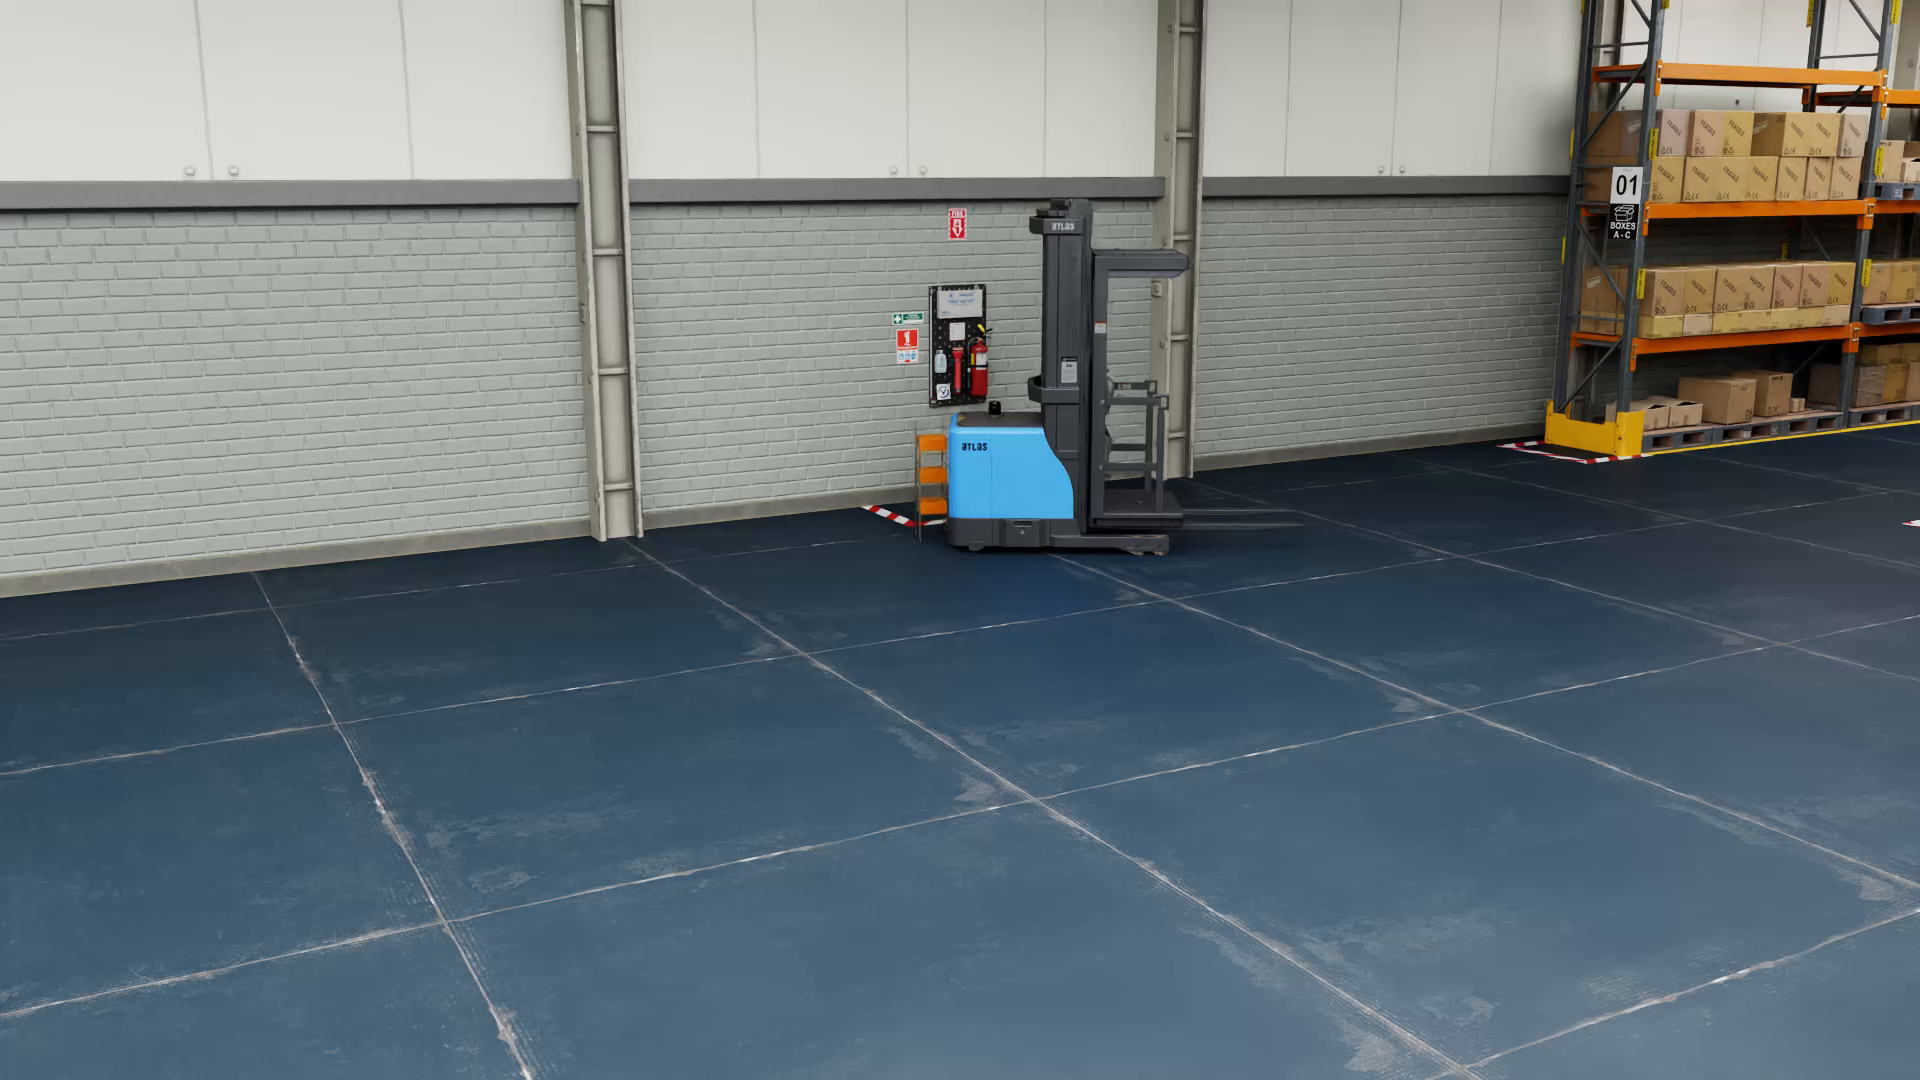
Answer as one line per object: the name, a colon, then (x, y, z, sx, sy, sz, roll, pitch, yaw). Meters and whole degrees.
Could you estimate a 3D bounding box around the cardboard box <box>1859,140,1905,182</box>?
cardboard box: (11.313, -4.704, 20.663, 0.500, 0.500, 0.500, -5, 13, -20)

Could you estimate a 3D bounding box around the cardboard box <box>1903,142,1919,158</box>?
cardboard box: (12.396, -4.834, 21.240, 0.500, 0.500, 0.500, -7, 15, -30)

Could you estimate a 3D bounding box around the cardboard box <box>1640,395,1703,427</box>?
cardboard box: (8.435, -1.542, 19.752, 0.500, 0.311, 0.500, -6, 14, -23)

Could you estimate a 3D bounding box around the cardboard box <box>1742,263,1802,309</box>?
cardboard box: (9.646, -3.033, 19.844, 0.500, 0.500, 0.500, -7, 15, -29)

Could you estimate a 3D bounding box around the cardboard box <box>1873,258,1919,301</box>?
cardboard box: (12.315, -3.388, 21.602, 0.500, 0.500, 0.700, -5, 14, -20)

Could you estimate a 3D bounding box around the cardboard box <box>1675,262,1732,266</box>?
cardboard box: (8.936, -3.076, 20.035, 0.500, 0.500, 0.500, -7, 14, -27)

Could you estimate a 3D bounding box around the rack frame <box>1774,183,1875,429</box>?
rack frame: (10.795, -2.945, 20.862, 0.127, 3.000, 1.000, -7, 14, -28)

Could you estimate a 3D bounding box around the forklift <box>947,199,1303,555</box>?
forklift: (1.416, -1.418, 14.233, 3.031, 2.935, 1.130, 0, 13, 1)

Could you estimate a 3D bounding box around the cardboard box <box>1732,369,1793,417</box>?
cardboard box: (9.903, -1.823, 20.569, 0.500, 0.500, 0.500, -8, 15, -32)

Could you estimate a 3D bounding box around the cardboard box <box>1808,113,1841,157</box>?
cardboard box: (10.006, -4.790, 19.677, 0.500, 0.500, 0.500, -6, 14, -25)

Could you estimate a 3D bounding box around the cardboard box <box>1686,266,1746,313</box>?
cardboard box: (8.742, -2.922, 19.349, 0.500, 0.500, 0.500, -7, 15, -30)

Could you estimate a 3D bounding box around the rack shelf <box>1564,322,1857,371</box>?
rack shelf: (9.039, -2.383, 20.007, 4.000, 0.370, 1.077, -7, 14, -28)

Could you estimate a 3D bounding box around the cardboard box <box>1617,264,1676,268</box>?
cardboard box: (8.042, -2.968, 19.554, 0.500, 0.500, 0.500, -7, 14, -27)

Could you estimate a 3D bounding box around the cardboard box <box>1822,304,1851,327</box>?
cardboard box: (10.524, -2.773, 20.396, 0.500, 0.250, 0.500, -7, 14, -28)

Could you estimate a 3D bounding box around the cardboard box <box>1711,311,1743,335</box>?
cardboard box: (8.763, -2.561, 19.451, 0.500, 0.250, 0.500, -7, 15, -29)

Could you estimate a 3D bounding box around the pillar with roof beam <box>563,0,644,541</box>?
pillar with roof beam: (-0.986, -3.599, 10.106, 0.400, 9.000, 9.100, -7, 14, -28)

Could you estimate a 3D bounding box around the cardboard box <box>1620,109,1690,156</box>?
cardboard box: (7.738, -4.527, 18.513, 0.500, 0.500, 0.500, -8, 15, -32)

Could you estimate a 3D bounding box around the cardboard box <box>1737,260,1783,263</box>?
cardboard box: (9.826, -3.184, 20.515, 0.500, 0.500, 0.500, -7, 14, -28)

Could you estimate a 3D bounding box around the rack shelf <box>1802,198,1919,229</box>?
rack shelf: (12.550, -4.268, 21.547, 4.000, 0.370, 1.077, -7, 14, -28)

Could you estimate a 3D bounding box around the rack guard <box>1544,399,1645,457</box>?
rack guard: (7.351, -1.313, 19.303, 0.348, 0.500, 1.175, -7, 14, -28)

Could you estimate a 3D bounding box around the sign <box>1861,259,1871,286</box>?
sign: (11.062, -3.263, 20.306, 0.005, 0.325, 0.100, -7, 14, -28)

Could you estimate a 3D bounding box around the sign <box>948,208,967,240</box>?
sign: (-0.025, -3.030, 15.960, 0.199, 0.298, 0.001, -7, 14, -28)

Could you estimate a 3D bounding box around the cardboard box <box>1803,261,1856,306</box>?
cardboard box: (10.528, -3.138, 20.309, 0.500, 0.500, 0.500, -7, 14, -28)

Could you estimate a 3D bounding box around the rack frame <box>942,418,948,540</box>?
rack frame: (-0.133, -0.535, 14.595, 0.008, 1.050, 0.200, -3, 13, -12)

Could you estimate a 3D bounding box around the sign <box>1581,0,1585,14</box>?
sign: (7.036, -6.093, 18.699, 0.005, 0.325, 0.100, -7, 14, -28)

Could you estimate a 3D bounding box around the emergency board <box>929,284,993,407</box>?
emergency board: (0.030, -1.881, 16.133, 0.643, 1.169, 0.194, -7, 14, -28)

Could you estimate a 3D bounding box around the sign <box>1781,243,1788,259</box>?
sign: (10.526, -3.616, 21.209, 0.005, 0.325, 0.100, -7, 14, -28)

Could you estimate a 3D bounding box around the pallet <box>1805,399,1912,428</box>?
pallet: (11.478, -1.667, 21.534, 1.213, 0.211, 1.003, -7, 14, -28)

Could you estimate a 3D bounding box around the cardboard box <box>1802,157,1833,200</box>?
cardboard box: (10.020, -4.315, 19.847, 0.500, 0.500, 0.500, -8, 15, -33)

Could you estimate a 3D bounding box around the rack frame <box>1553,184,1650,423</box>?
rack frame: (7.284, -2.524, 18.993, 0.127, 3.000, 1.000, -7, 14, -28)

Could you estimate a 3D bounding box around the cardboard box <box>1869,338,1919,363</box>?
cardboard box: (12.273, -2.489, 21.820, 0.500, 0.250, 0.500, -7, 15, -29)

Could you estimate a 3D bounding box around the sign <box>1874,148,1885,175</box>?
sign: (11.062, -4.557, 20.015, 0.005, 0.325, 0.100, -7, 14, -28)

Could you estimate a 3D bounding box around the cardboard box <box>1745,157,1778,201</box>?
cardboard box: (9.100, -4.198, 19.328, 0.500, 0.500, 0.500, -6, 14, -24)

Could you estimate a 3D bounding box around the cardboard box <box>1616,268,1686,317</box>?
cardboard box: (7.847, -2.819, 18.890, 0.500, 0.500, 0.500, -7, 14, -28)

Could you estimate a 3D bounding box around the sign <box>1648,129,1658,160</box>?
sign: (7.544, -4.309, 18.103, 0.005, 0.325, 0.100, -7, 14, -28)

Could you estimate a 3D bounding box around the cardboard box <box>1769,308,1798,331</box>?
cardboard box: (9.649, -2.666, 19.922, 0.500, 0.250, 0.500, -7, 14, -28)

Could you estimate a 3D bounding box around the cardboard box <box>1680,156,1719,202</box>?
cardboard box: (8.186, -4.083, 18.813, 0.500, 0.500, 0.500, -6, 14, -24)

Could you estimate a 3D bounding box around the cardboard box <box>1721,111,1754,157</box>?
cardboard box: (8.647, -4.627, 18.953, 0.500, 0.500, 0.500, -6, 14, -26)

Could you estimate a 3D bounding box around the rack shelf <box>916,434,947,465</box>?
rack shelf: (-0.252, -0.796, 14.509, 0.240, 0.259, 0.215, -3, 13, -12)

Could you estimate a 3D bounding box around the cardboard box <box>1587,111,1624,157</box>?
cardboard box: (7.537, -4.629, 18.966, 0.500, 0.500, 0.500, -6, 14, -25)

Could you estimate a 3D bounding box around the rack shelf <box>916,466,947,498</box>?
rack shelf: (-0.252, -0.519, 14.572, 0.240, 0.259, 0.215, -3, 13, -12)

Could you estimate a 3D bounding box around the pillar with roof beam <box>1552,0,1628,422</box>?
pillar with roof beam: (9.547, -4.862, 15.715, 0.400, 9.000, 9.100, -7, 14, -28)

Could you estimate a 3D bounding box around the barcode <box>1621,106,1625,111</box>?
barcode: (7.668, -4.988, 19.237, 0.075, 0.075, 0.001, -7, 14, -28)

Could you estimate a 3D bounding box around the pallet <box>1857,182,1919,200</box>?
pallet: (11.388, -4.361, 20.751, 1.003, 0.211, 1.213, -7, 14, -28)

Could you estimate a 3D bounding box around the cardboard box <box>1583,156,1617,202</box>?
cardboard box: (7.529, -4.139, 19.062, 0.500, 0.500, 0.500, -6, 14, -24)

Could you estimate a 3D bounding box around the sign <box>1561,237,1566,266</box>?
sign: (7.036, -3.352, 19.315, 0.005, 0.325, 0.100, -7, 14, -28)

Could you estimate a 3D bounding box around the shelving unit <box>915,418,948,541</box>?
shelving unit: (-0.252, -0.529, 14.569, 0.252, 1.050, 0.215, -3, 13, -12)

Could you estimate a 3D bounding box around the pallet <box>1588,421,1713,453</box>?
pallet: (8.081, -1.250, 19.684, 1.213, 0.211, 1.003, -7, 14, -28)

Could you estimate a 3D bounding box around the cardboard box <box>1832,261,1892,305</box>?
cardboard box: (11.258, -3.255, 21.012, 0.500, 0.500, 0.700, -7, 14, -28)

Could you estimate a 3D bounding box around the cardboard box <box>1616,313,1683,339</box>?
cardboard box: (7.864, -2.451, 18.963, 0.500, 0.250, 0.500, -7, 15, -29)

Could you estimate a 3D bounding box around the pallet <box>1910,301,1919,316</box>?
pallet: (12.588, -3.056, 21.793, 1.213, 0.211, 1.003, -7, 14, -28)

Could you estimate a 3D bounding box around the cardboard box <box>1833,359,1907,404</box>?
cardboard box: (11.863, -2.085, 21.731, 0.500, 0.500, 0.700, -7, 15, -29)

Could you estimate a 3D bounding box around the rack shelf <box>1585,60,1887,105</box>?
rack shelf: (9.039, -5.309, 19.348, 4.000, 0.370, 1.077, -7, 14, -28)
